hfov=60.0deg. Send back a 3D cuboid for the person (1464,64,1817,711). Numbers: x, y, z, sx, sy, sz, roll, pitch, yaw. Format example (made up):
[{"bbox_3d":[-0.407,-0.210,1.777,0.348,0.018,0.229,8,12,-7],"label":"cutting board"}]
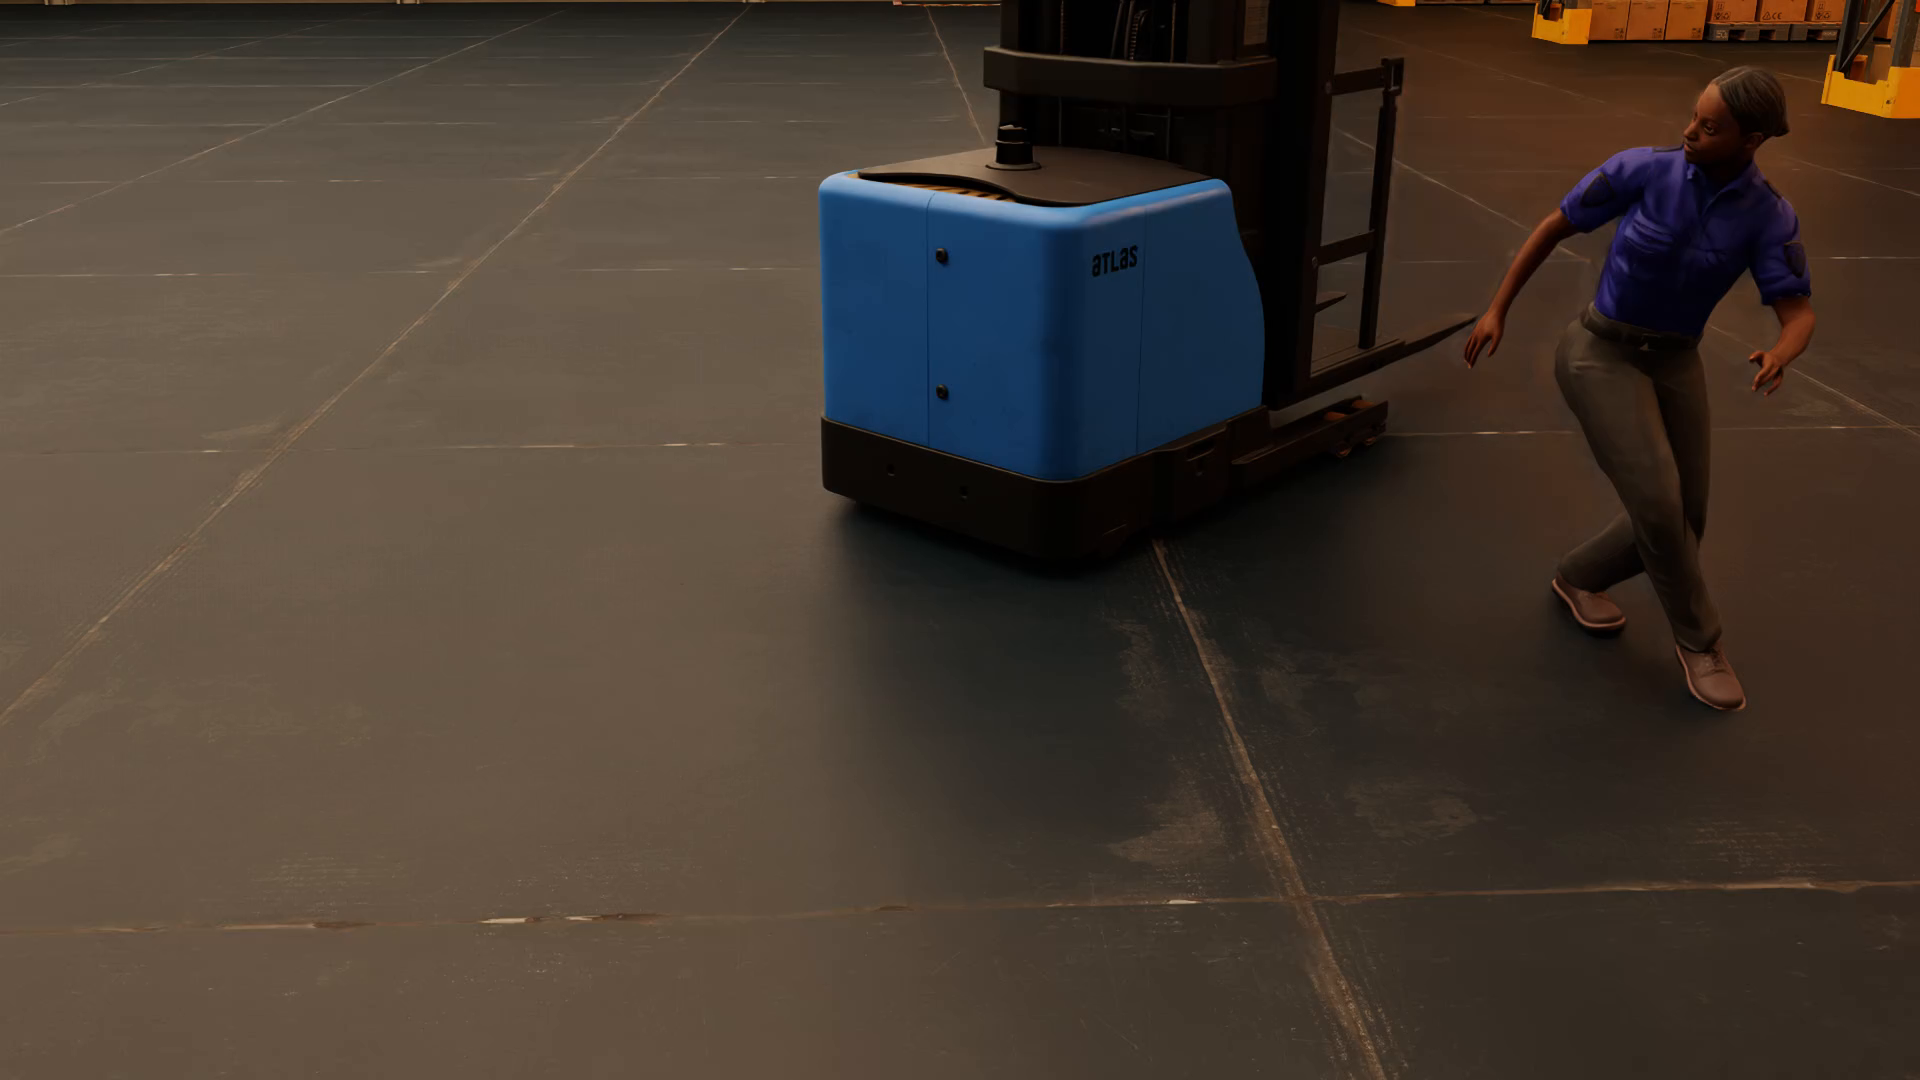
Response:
[{"bbox_3d":[1.693,-0.388,4.120,0.704,1.529,0.779,-2,22,-5],"label":"person"}]

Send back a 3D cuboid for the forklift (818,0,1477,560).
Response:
[{"bbox_3d":[0.906,-1.763,5.652,1.130,2.935,3.031,18,28,38],"label":"forklift"}]
